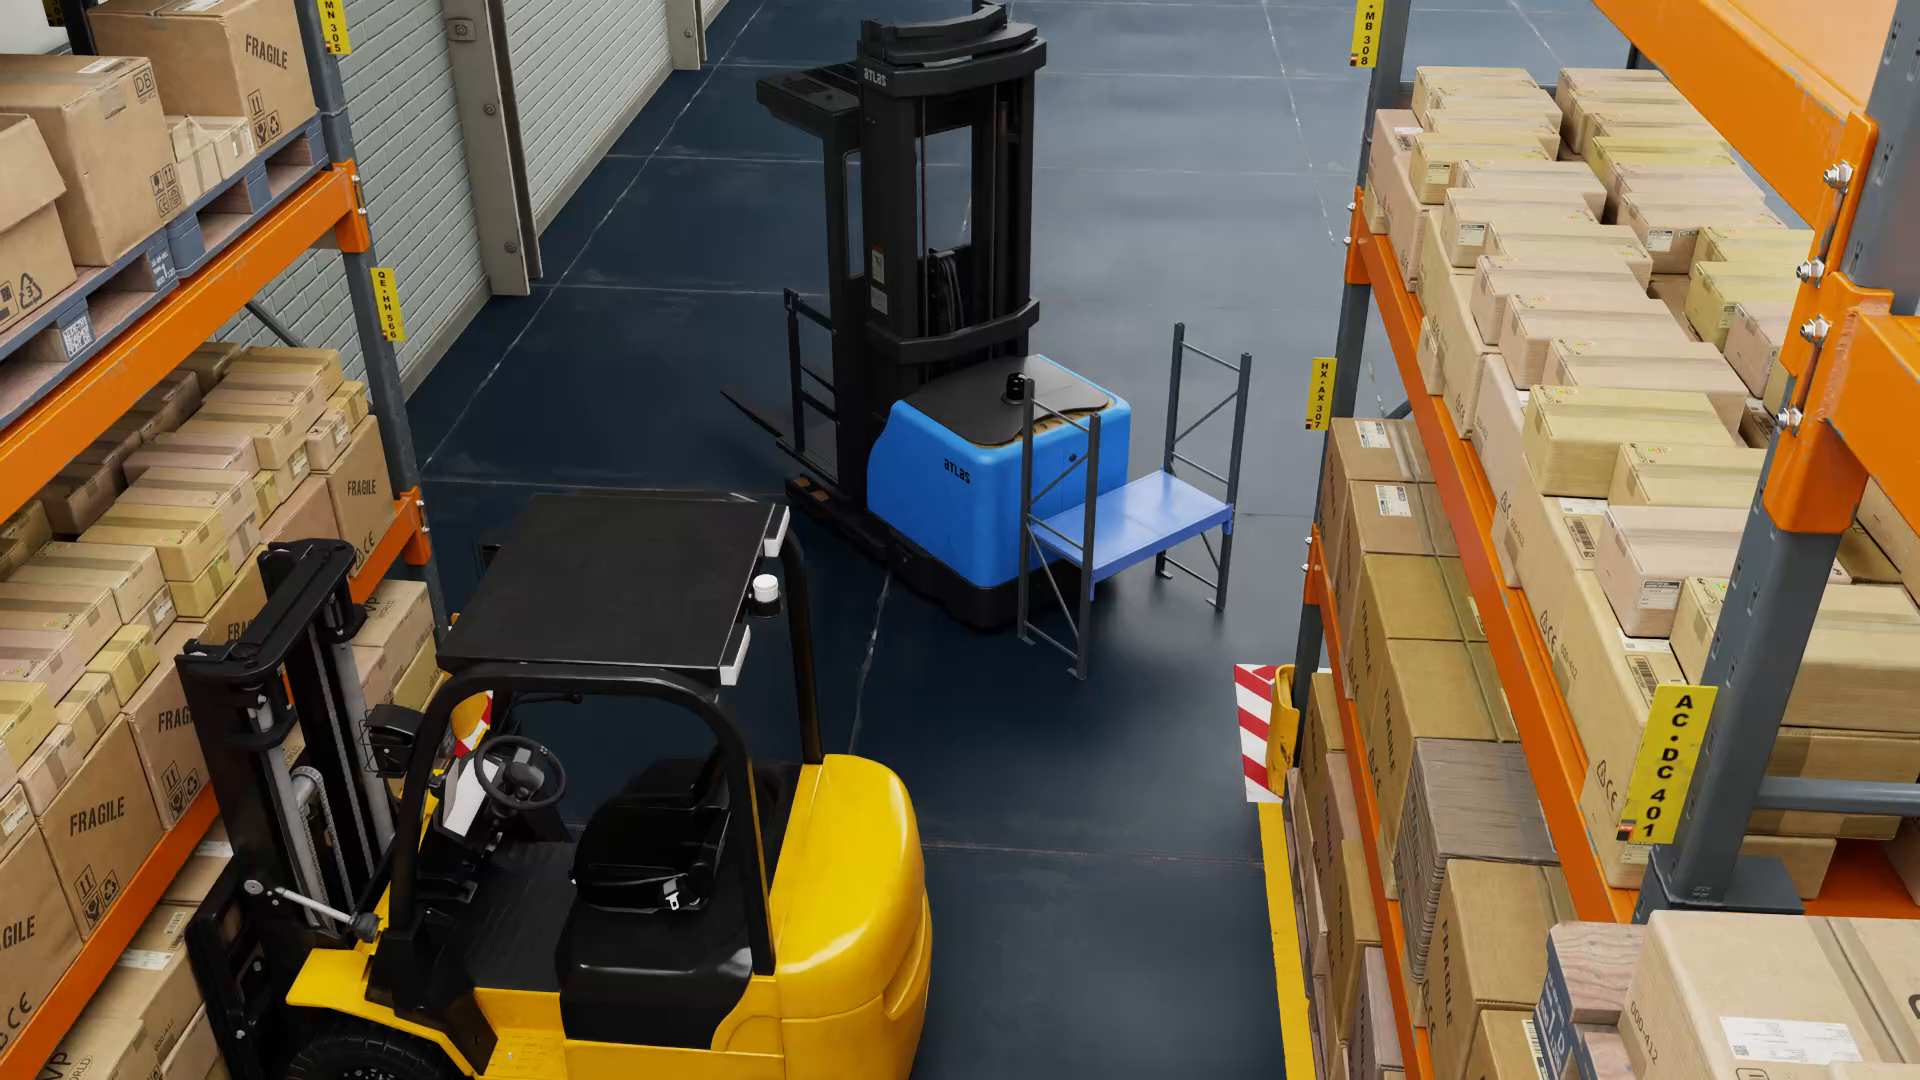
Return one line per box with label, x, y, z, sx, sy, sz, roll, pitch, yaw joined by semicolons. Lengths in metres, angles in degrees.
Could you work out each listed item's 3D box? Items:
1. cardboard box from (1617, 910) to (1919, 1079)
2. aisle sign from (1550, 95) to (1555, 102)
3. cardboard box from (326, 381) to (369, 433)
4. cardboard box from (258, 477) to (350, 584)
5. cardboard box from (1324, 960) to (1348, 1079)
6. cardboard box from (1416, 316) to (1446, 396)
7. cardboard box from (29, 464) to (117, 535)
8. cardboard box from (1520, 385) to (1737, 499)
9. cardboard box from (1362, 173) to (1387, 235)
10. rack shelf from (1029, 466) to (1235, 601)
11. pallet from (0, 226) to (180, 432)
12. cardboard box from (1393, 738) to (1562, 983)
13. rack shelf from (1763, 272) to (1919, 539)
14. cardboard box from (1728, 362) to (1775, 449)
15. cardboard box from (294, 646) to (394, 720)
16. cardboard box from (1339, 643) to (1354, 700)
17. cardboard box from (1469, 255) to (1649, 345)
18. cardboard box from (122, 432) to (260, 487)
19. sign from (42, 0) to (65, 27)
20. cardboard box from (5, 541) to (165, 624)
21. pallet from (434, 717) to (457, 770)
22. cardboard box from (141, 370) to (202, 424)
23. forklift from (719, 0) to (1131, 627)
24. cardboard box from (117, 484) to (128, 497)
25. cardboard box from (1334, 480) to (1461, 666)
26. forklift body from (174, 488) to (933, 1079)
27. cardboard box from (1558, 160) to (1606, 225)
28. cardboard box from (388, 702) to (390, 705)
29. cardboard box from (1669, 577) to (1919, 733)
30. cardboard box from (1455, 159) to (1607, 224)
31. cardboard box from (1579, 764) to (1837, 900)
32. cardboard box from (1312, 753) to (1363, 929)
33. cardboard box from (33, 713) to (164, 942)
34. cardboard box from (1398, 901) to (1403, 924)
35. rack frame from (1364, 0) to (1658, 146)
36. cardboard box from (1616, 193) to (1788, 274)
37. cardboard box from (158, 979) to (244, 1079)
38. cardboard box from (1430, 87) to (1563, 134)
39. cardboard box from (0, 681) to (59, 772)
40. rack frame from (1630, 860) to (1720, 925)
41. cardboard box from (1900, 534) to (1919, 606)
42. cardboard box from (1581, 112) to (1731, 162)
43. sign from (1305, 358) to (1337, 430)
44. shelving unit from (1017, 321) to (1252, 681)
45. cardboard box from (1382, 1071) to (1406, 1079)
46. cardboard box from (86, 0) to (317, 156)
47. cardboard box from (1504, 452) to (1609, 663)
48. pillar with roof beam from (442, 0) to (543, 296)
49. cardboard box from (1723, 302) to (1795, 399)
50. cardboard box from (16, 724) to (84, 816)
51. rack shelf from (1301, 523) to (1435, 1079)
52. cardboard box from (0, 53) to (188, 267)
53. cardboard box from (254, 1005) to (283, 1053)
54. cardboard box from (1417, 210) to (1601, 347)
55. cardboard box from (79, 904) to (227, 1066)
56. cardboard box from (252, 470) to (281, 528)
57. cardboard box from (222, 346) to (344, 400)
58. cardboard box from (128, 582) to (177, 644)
cardboard box;1.250;0.783;2.285;0.500;0.250;0.500;2;32;3
aisle sign;2.317;-1.332;6.355;0.394;0.787;0.004;2;32;4
cardboard box;-2.673;-0.541;6.835;0.380;0.149;0.250;3;32;5
cardboard box;-2.754;0.081;6.444;0.500;0.500;0.500;3;32;6
cardboard box;1.601;1.749;6.054;0.500;0.250;0.500;5;32;7
cardboard box;1.571;-0.540;4.928;0.380;0.149;0.250;3;32;5
cardboard box;-3.258;-0.153;5.922;0.380;0.149;0.250;3;32;6
cardboard box;1.451;-0.211;3.634;0.380;0.149;0.250;3;32;5
cardboard box;1.673;-1.216;6.024;0.380;0.149;0.250;2;32;4
rack shelf;0.864;-0.049;8.519;1.000;0.185;0.538;-23;39;-33
pallet;-3.104;-0.646;4.945;1.003;0.211;1.213;2;32;4
cardboard box;1.559;0.933;4.778;0.500;0.500;0.500;3;32;5
rack shelf;1.535;0.855;0.633;1.077;0.370;4.000;2;32;4
cardboard box;2.093;-0.203;4.001;0.500;0.250;0.500;3;32;4
cardboard box;-2.687;0.672;6.848;0.500;0.250;0.500;3;32;5
cardboard box;1.614;0.469;6.150;0.380;0.149;0.250;3;32;5
cardboard box;1.537;-0.613;4.286;0.380;0.149;0.250;3;32;5
cardboard box;-2.821;-0.269;6.111;0.380;0.149;0.250;3;32;4
sign;-3.477;-2.125;6.352;0.100;0.325;0.005;2;32;4
cardboard box;-2.862;0.138;5.450;0.380;0.149;0.250;3;32;5
pallet;-2.945;1.173;7.425;1.003;0.211;1.213;2;32;4
cardboard box;-3.249;-0.558;6.579;0.380;0.149;0.250;4;32;6
forklift;-0.376;-1.511;9.188;1.130;2.935;3.031;-22;38;-31
cardboard box;-3.277;-0.166;6.227;0.380;0.149;0.250;1;32;2
cardboard box;1.669;0.132;6.078;0.500;0.500;0.500;3;32;5
forklift body;-1.260;1.015;5.832;2.313;2.155;1.214;2;32;4
cardboard box;2.194;-1.004;5.300;0.500;0.250;0.500;2;32;3
cardboard box;-2.704;0.893;6.966;0.500;0.250;0.500;2;32;4
cardboard box;1.506;0.202;2.964;0.380;0.149;0.250;3;32;5
cardboard box;1.685;-1.016;4.939;0.380;0.149;0.250;2;32;4
cardboard box;1.419;0.538;3.179;0.380;0.149;0.250;3;32;4
cardboard box;1.642;1.163;6.289;0.500;0.500;0.500;1;32;2
cardboard box;-2.888;0.875;5.156;0.500;0.500;0.500;2;32;3
cardboard box;1.550;1.148;5.047;0.380;0.149;0.250;2;32;3
rack frame;2.023;-2.759;5.430;1.000;3.000;0.127;2;32;4
cardboard box;2.082;-0.864;4.694;0.380;0.149;0.250;2;32;3
cardboard box;-2.811;1.690;5.674;0.500;0.250;0.500;2;32;4
cardboard box;1.786;-1.405;5.572;0.380;0.149;0.250;2;32;4
cardboard box;-2.868;0.535;4.805;0.380;0.149;0.250;2;32;3
rack frame;1.698;1.886;3.610;1.000;3.000;0.127;2;32;4
cardboard box;2.041;0.089;3.147;0.380;0.149;0.250;3;32;5
cardboard box;2.228;-1.258;5.333;0.380;0.149;0.250;2;32;3
sign;1.482;-0.597;6.815;0.100;0.325;0.005;2;32;4
shelving unit;0.865;-0.201;8.424;1.048;1.500;0.538;-23;39;-33
cardboard box;1.518;1.972;4.977;0.500;0.500;0.500;3;32;5
cardboard box;-2.717;-1.714;6.003;0.500;0.500;0.500;3;32;6
cardboard box;1.505;0.040;3.607;0.500;0.250;0.500;2;32;3
pillar with roof beam;0.900;-5.597;10.036;9.100;9.000;0.400;2;32;4
cardboard box;2.100;-0.457;4.034;0.380;0.149;0.250;2;32;3
cardboard box;-2.832;0.666;4.877;0.380;0.149;0.250;2;32;3
rack shelf;1.860;1.147;5.496;1.077;0.370;4.000;2;32;4
cardboard box;-2.901;-1.183;5.141;0.700;0.500;0.500;3;32;4
cardboard box;-2.767;1.629;6.248;0.500;0.250;0.500;3;32;6
cardboard box;1.649;-0.759;4.904;0.500;0.250;0.500;3;32;5
cardboard box;-2.817;1.475;5.545;0.500;0.250;0.500;3;32;6
cardboard box;-2.778;-0.144;6.191;0.380;0.149;0.250;2;32;4
cardboard box;-2.743;-0.664;6.752;0.380;0.149;0.250;3;32;4
cardboard box;-2.864;0.258;5.540;0.380;0.149;0.250;2;32;4
